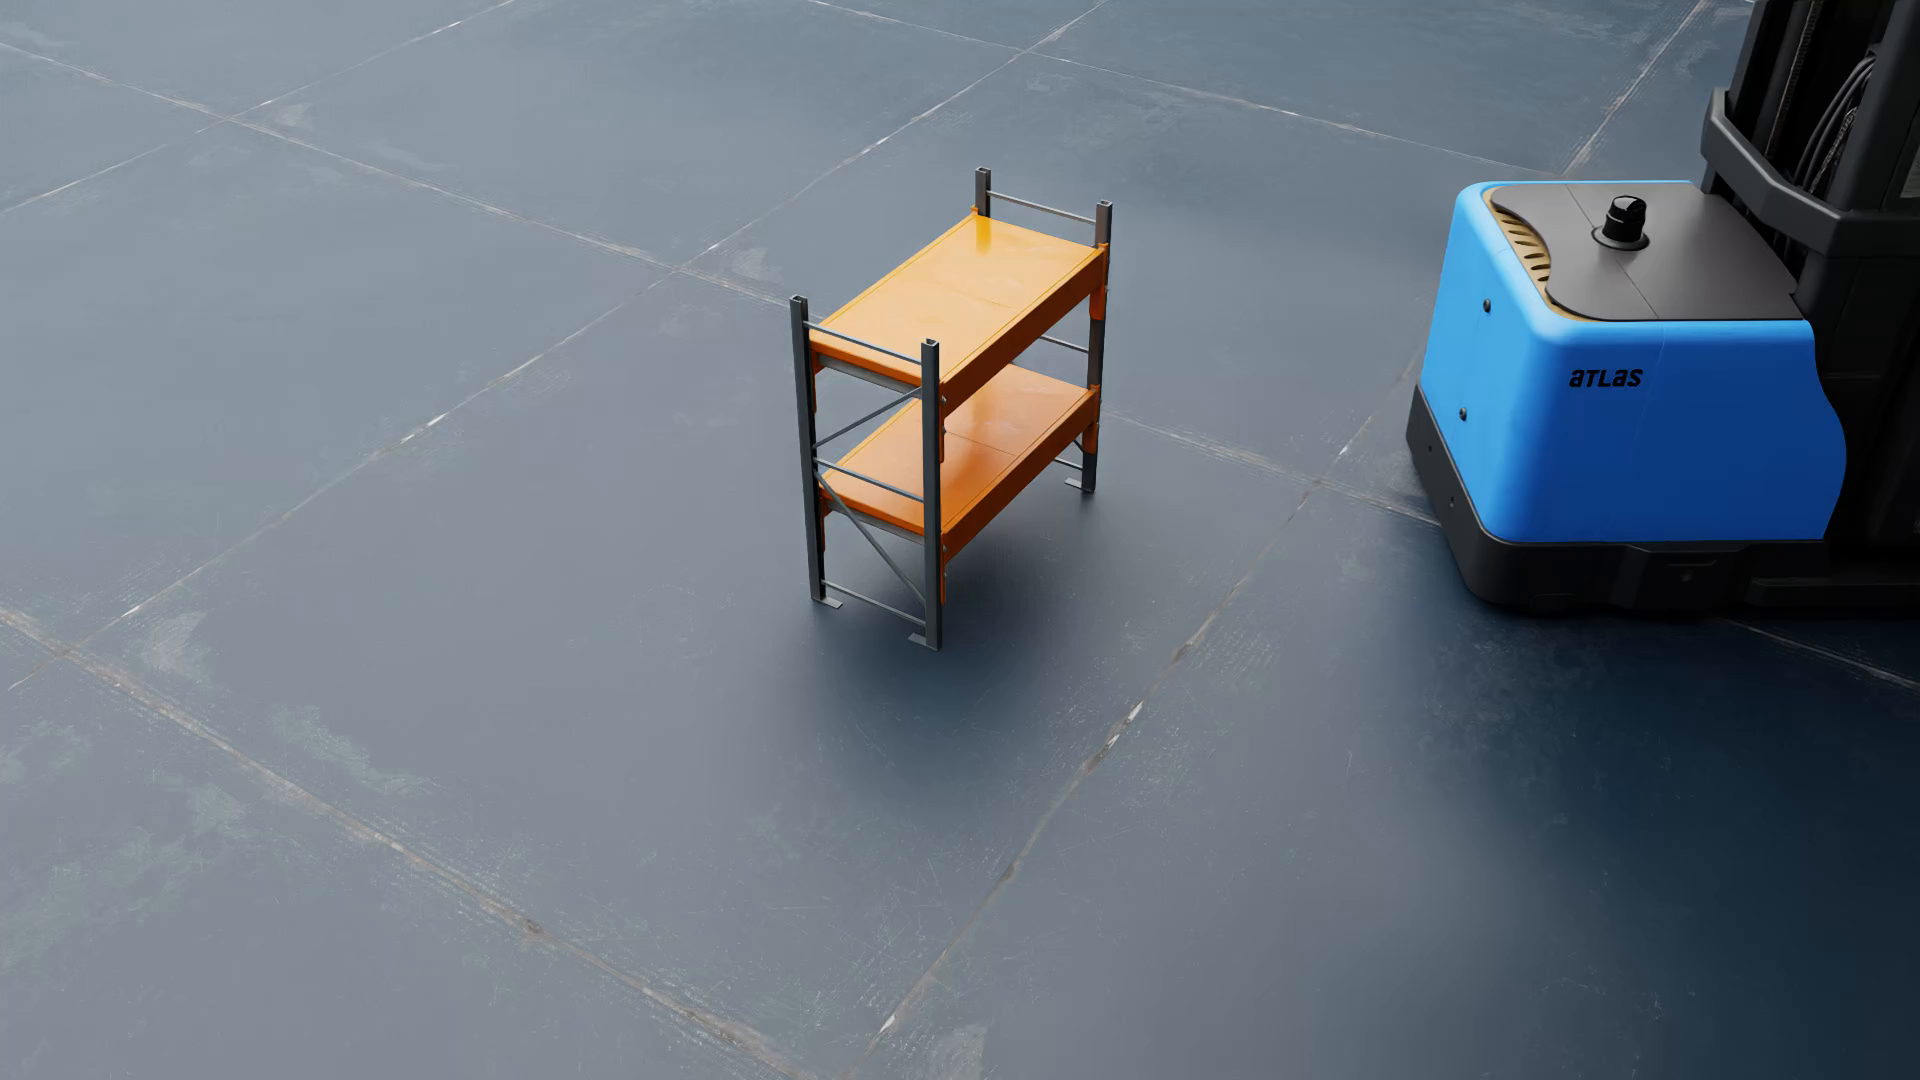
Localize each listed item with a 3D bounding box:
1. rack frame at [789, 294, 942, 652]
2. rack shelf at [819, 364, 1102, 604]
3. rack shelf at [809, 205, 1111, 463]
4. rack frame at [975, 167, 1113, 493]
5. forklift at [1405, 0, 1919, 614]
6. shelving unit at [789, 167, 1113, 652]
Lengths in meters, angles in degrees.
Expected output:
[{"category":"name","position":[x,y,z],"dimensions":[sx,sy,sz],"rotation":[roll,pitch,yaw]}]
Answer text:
[{"category":"rack frame","position":[-0.276,-0.180,5.062],"dimensions":[0.500,1.125,0.032],"rotation":[21,42,25]},{"category":"rack shelf","position":[-0.004,-0.248,5.551],"dimensions":[0.538,0.278,1.000],"rotation":[21,42,25]},{"category":"rack shelf","position":[-0.004,-0.674,5.223],"dimensions":[0.538,0.278,1.000],"rotation":[21,42,25]},{"category":"rack frame","position":[0.269,-0.704,5.742],"dimensions":[0.500,1.125,0.032],"rotation":[21,42,25]},{"category":"forklift","position":[3.162,-1.234,4.950],"dimensions":[3.031,2.935,1.130],"rotation":[-1,38,-1]},{"category":"shelving unit","position":[-0.004,-0.442,5.402],"dimensions":[0.538,1.125,1.048],"rotation":[21,42,25]}]
